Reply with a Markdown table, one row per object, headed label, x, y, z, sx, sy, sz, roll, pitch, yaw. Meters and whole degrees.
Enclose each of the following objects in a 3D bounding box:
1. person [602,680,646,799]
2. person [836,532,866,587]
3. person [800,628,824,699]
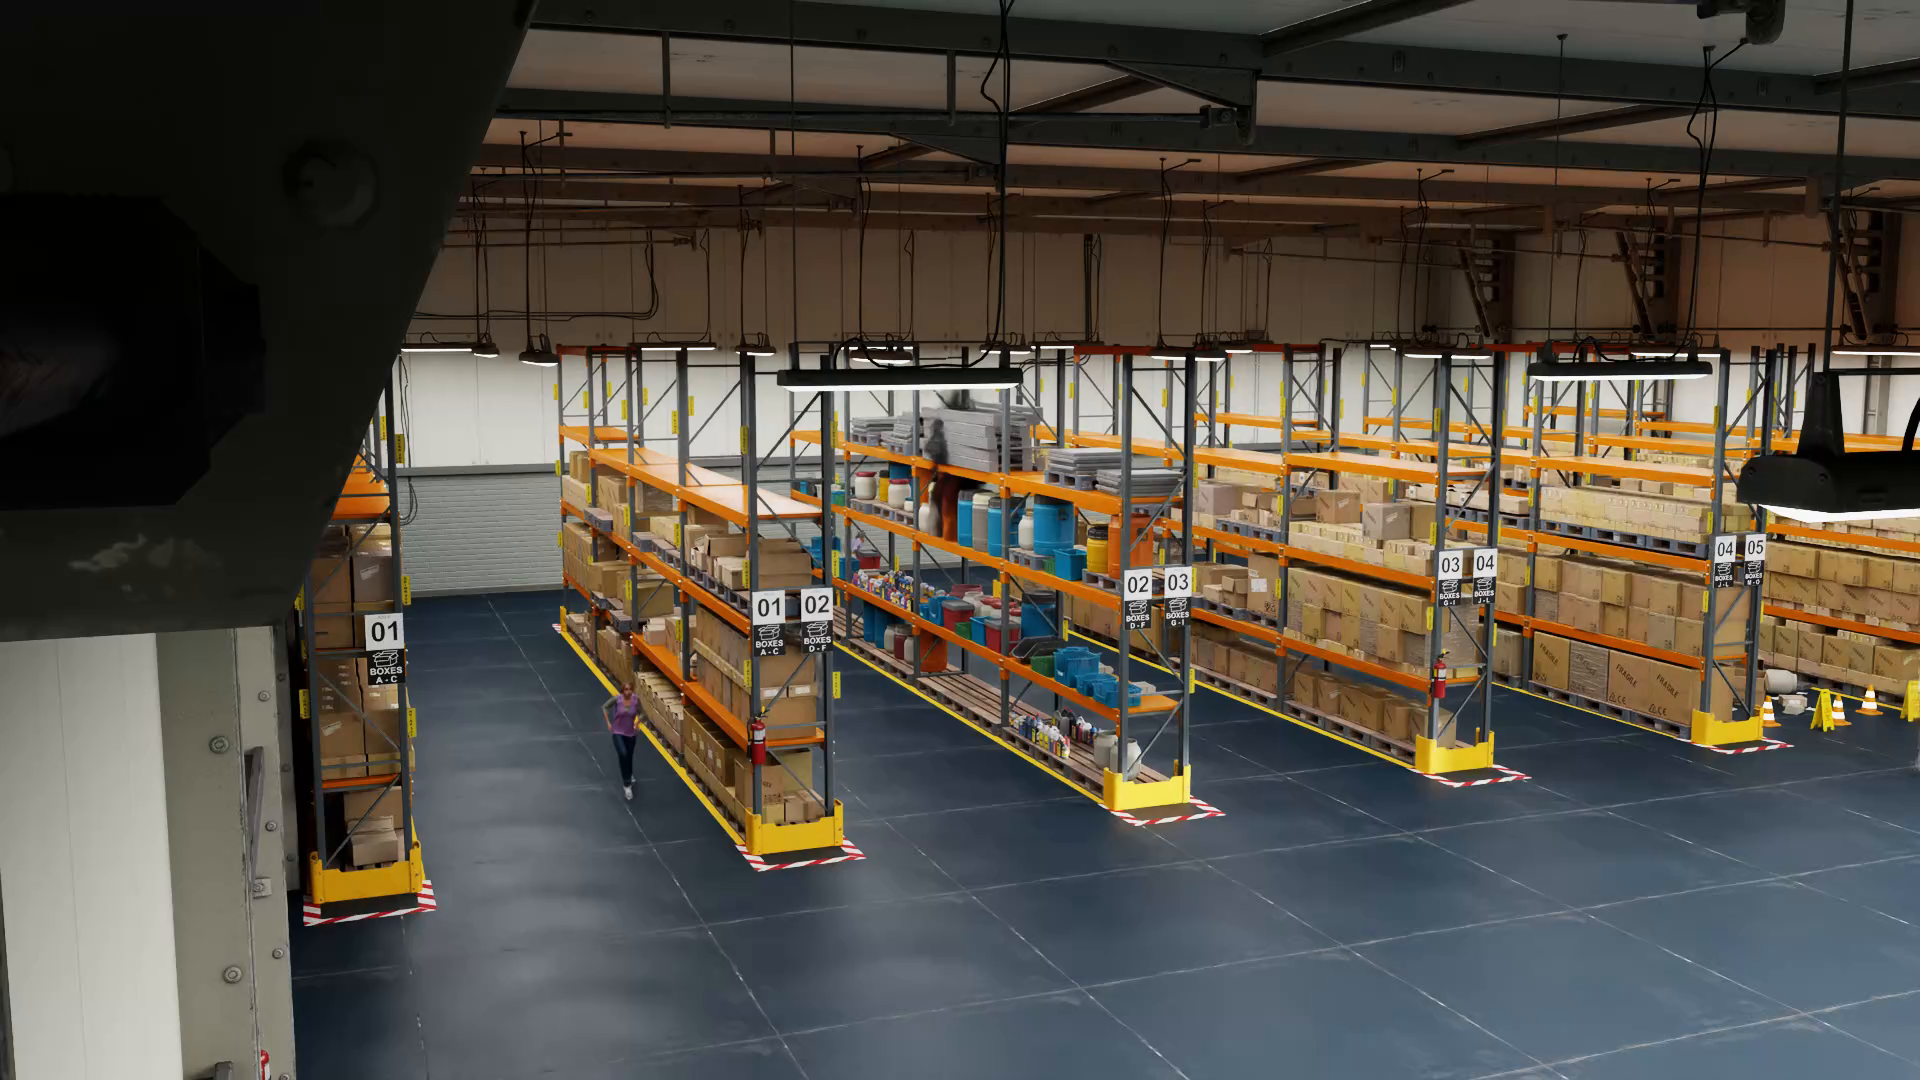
| label | x | y | z | sx | sy | sz | roll | pitch | yaw |
| --- | --- | --- | --- | --- | --- | --- | --- | --- | --- |
| person | -4.588 | 2.667 | 22.767 | 0.566 | 1.589 | 0.841 | -3 | 8 | -22 |
| person | -2.659 | 0.606 | 39.160 | 0.942 | 1.611 | 0.627 | -3 | 8 | -20 |
| person | -2.462 | 1.716 | 27.708 | 0.539 | 1.825 | 0.752 | -4 | 8 | -28 |
